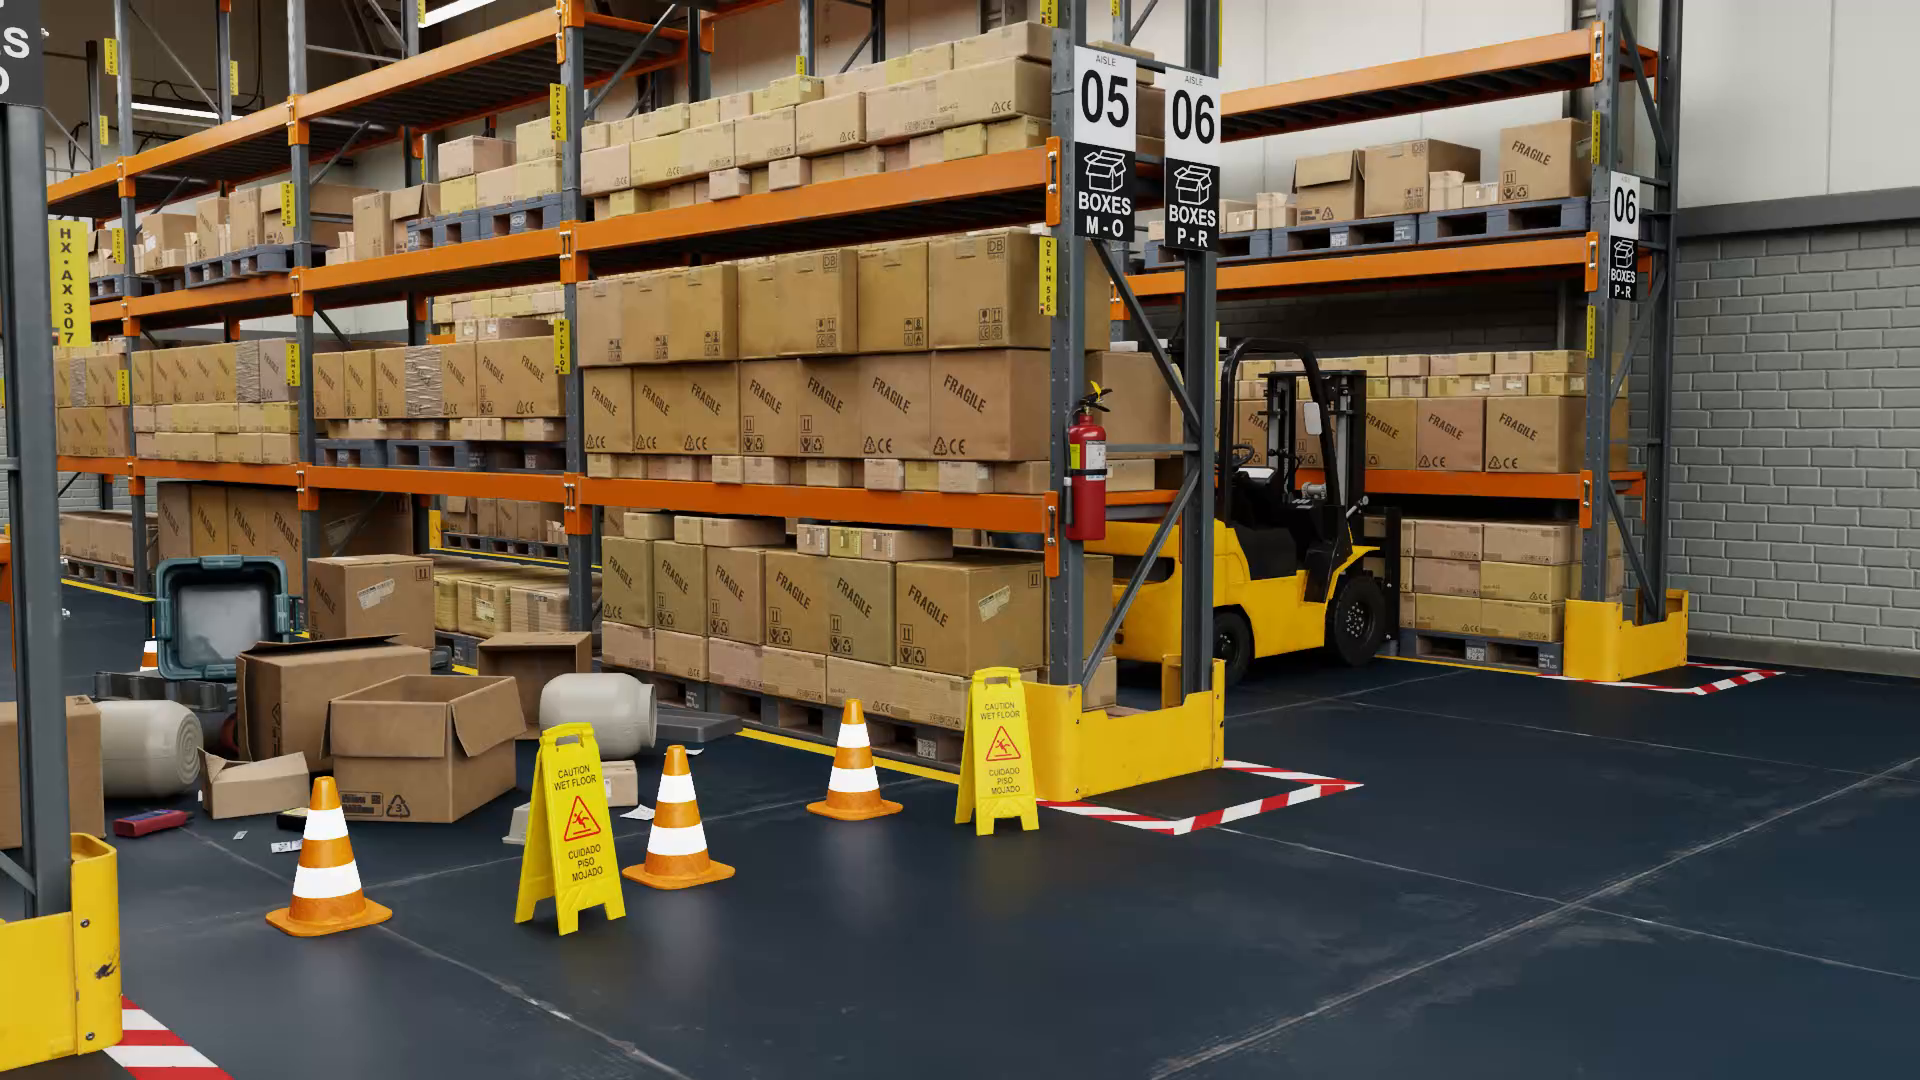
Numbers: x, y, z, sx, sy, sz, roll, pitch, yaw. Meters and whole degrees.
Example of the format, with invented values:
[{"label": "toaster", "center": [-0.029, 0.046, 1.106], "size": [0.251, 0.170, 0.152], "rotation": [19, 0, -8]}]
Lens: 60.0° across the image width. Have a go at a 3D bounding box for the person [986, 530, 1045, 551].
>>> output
[{"label": "person", "center": [0.428, -0.090, 11.971], "size": [0.637, 1.761, 0.461], "rotation": [4, 5, 44]}]
